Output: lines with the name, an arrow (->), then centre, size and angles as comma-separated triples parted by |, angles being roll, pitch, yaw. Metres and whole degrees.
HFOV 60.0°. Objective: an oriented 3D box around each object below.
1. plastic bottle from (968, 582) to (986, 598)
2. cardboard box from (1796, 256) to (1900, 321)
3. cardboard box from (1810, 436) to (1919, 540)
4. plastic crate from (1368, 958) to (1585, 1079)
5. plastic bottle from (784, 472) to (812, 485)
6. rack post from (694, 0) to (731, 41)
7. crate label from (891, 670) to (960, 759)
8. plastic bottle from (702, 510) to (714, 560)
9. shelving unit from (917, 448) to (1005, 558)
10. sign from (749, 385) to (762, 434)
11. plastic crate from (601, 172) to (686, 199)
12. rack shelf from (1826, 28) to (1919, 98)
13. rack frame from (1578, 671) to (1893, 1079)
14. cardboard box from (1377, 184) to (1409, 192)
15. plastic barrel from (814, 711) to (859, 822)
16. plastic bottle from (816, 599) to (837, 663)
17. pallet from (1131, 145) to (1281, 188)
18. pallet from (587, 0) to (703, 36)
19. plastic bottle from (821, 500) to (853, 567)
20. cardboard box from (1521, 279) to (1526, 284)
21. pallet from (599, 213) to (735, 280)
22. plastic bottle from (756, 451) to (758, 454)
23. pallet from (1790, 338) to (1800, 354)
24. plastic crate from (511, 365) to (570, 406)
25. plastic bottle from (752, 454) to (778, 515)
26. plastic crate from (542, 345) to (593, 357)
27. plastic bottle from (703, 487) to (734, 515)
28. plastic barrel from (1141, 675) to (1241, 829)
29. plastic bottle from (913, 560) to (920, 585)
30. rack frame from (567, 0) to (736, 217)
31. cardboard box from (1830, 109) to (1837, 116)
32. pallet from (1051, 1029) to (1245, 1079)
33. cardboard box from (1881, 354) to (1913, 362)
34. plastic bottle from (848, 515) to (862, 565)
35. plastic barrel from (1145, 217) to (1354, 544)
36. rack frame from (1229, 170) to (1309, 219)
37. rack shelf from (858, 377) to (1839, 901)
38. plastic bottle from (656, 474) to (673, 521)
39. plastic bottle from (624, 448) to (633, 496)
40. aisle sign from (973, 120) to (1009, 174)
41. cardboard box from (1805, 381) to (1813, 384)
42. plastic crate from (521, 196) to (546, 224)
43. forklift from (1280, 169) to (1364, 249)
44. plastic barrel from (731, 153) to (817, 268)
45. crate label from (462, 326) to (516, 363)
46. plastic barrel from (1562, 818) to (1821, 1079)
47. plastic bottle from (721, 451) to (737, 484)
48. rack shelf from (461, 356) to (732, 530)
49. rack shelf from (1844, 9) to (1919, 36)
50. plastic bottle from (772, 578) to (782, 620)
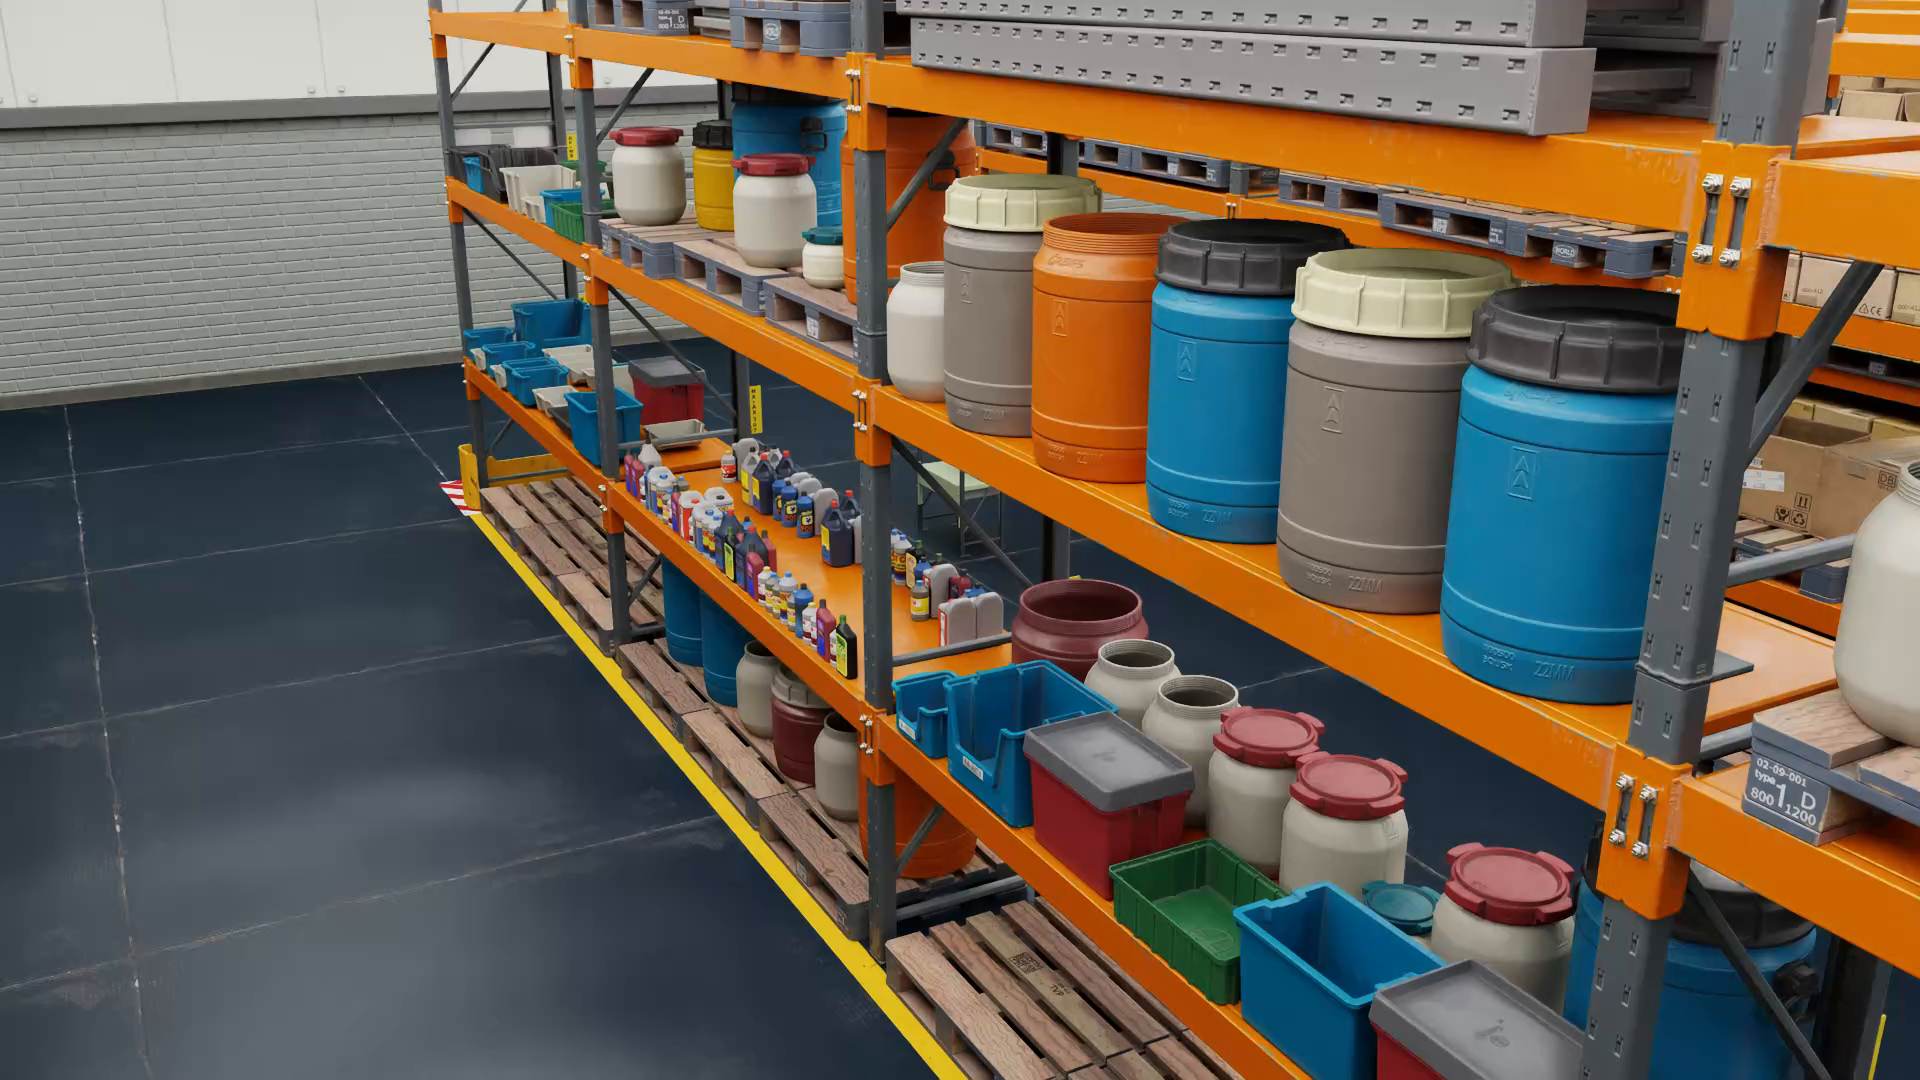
plastic bottle -> 0.086, 0.342, 8.239 | 0.097, 0.271, 0.097 | 0, 19, 0
cardboard box -> 4.640, -1.300, 8.431 | 0.500, 0.250, 0.500 | -9, 21, -25
cardboard box -> 5.042, -0.227, 8.892 | 0.700, 0.500, 0.500 | -7, 20, -19
plastic crate -> 1.438, 1.519, 4.532 | 0.402, 0.464, 0.583 | -10, 21, -27
plastic bottle -> -0.977, -0.284, 10.046 | 0.152, 0.276, 0.135 | -10, 21, -27
rack post -> -0.788, -2.694, 8.408 | 0.937, 0.300, 0.954 | -8, 20, -21
crate label -> -0.092, 0.751, 7.113 | 0.303, 0.233, 0.416 | -10, 21, -27
plastic bottle -> -1.396, -0.033, 9.325 | 0.097, 0.271, 0.097 | 0, 19, 0
shelving unit -> 0.003, -0.707, 13.381 | 0.431, 1.500, 0.755 | -10, 21, -27
sign -> -1.376, -0.871, 11.132 | 0.100, 0.325, 0.005 | -10, 21, -27
plastic crate -> -2.210, -2.411, 11.621 | 0.497, 0.269, 0.590 | -10, 21, -27
rack shelf -> 5.347, -2.007, 7.368 | 1.077, 0.370, 4.000 | -10, 21, -27
rack frame -> 1.938, 1.641, 4.277 | 1.000, 3.000, 0.127 | -10, 21, -27
cardboard box -> 3.073, -2.470, 11.333 | 0.380, 0.149, 0.250 | -11, 22, -29
plastic barrel -> -0.556, 1.184, 8.771 | 0.421, 0.512, 0.421 | 0, 19, 0
plastic bottle -> -0.639, 0.432, 7.961 | 0.061, 0.283, 0.133 | -10, 21, -27
pallet -> 2.118, -3.035, 13.366 | 1.003, 0.211, 1.213 | -10, 21, -27
pallet -> -1.441, -2.980, 9.375 | 1.003, 0.211, 1.213 | -10, 21, -27
plastic bottle -> -0.684, -0.041, 9.226 | 0.144, 0.351, 0.185 | -10, 21, -27
cardboard box -> 5.727, -2.889, 16.795 | 0.500, 0.500, 0.500 | -11, 22, -28
pallet -> -1.403, -1.774, 9.866 | 1.213, 0.211, 1.003 | -10, 21, -27
plastic bottle -> -1.311, -0.469, 10.698 | 0.097, 0.201, 0.097 | 0, 19, 0
pallet -> 7.146, -1.829, 14.628 | 1.003, 0.211, 1.213 | -10, 21, -27
plastic crate -> -3.166, -1.167, 12.579 | 0.416, 0.233, 0.300 | -10, 21, -27
plastic bottle -> -1.176, -0.344, 10.104 | 0.144, 0.351, 0.185 | -10, 21, -27
plastic crate -> -3.214, -1.501, 13.696 | 0.396, 0.136, 0.243 | -10, 21, -27
plastic bottle -> -1.403, -0.163, 9.694 | 0.152, 0.276, 0.135 | -10, 21, -27
plastic barrel -> 0.915, 0.823, 6.476 | 0.421, 0.512, 0.421 | 0, 19, 0
plastic bottle -> -0.197, 0.204, 8.747 | 0.097, 0.201, 0.097 | 0, 19, 0
rack frame -> -1.861, -3.491, 9.954 | 1.000, 3.000, 0.127 | -10, 21, -27
cardboard box -> 7.144, -3.451, 13.928 | 0.500, 0.311, 0.500 | -10, 22, -27
pallet -> 0.947, 2.389, 6.384 | 1.003, 0.211, 1.213 | -10, 21, -27
cardboard box -> 7.567, -1.533, 13.216 | 0.380, 0.149, 0.250 | -9, 21, -25
plastic bottle -> -0.541, -0.021, 9.284 | 0.152, 0.276, 0.135 | -10, 21, -27
plastic barrel -> 0.884, -0.502, 5.120 | 0.600, 0.901, 0.708 | -10, 21, -27
rack frame -> 2.498, -1.423, 13.156 | 1.000, 3.000, 0.127 | -10, 21, -27
rack shelf -> 0.988, -0.011, 5.569 | 1.077, 0.370, 4.000 | -10, 21, -27
plastic bottle -> -1.772, -0.260, 9.984 | 0.097, 0.271, 0.097 | 0, 19, 0
plastic bottle -> -2.063, -0.429, 10.455 | 0.061, 0.283, 0.133 | -10, 21, -27
aisle sign -> 0.300, -3.774, 15.984 | 0.394, 0.787, 0.004 | -10, 21, -27
cardboard box -> 7.487, -1.359, 15.009 | 0.500, 0.250, 0.500 | -11, 22, -28
plastic crate -> -2.800, -2.255, 11.373 | 0.293, 0.136, 0.466 | -10, 21, -27
forklift -> 3.593, -2.370, 16.007 | 1.130, 2.935, 3.031 | -10, 22, -28
plastic barrel -> -0.936, -1.673, 8.432 | 0.433, 0.535, 0.433 | 0, 19, 0
crate label -> -3.933, -1.631, 13.924 | 0.416, 0.233, 0.303 | -10, 21, -27
plastic barrel -> 2.021, 1.246, 4.652 | 0.600, 0.901, 0.708 | -10, 21, -27
plastic bottle -> -1.491, -0.474, 10.710 | 0.097, 0.201, 0.097 | 0, 19, 0
rack shelf -> -2.811, -0.889, 12.713 | 1.077, 0.370, 4.000 | -10, 21, -27
rack shelf -> 7.860, -3.895, 12.838 | 1.077, 0.370, 4.000 | -10, 21, -27
plastic bottle -> -0.909, 0.295, 8.483 | 0.097, 0.201, 0.097 | 0, 19, 0
